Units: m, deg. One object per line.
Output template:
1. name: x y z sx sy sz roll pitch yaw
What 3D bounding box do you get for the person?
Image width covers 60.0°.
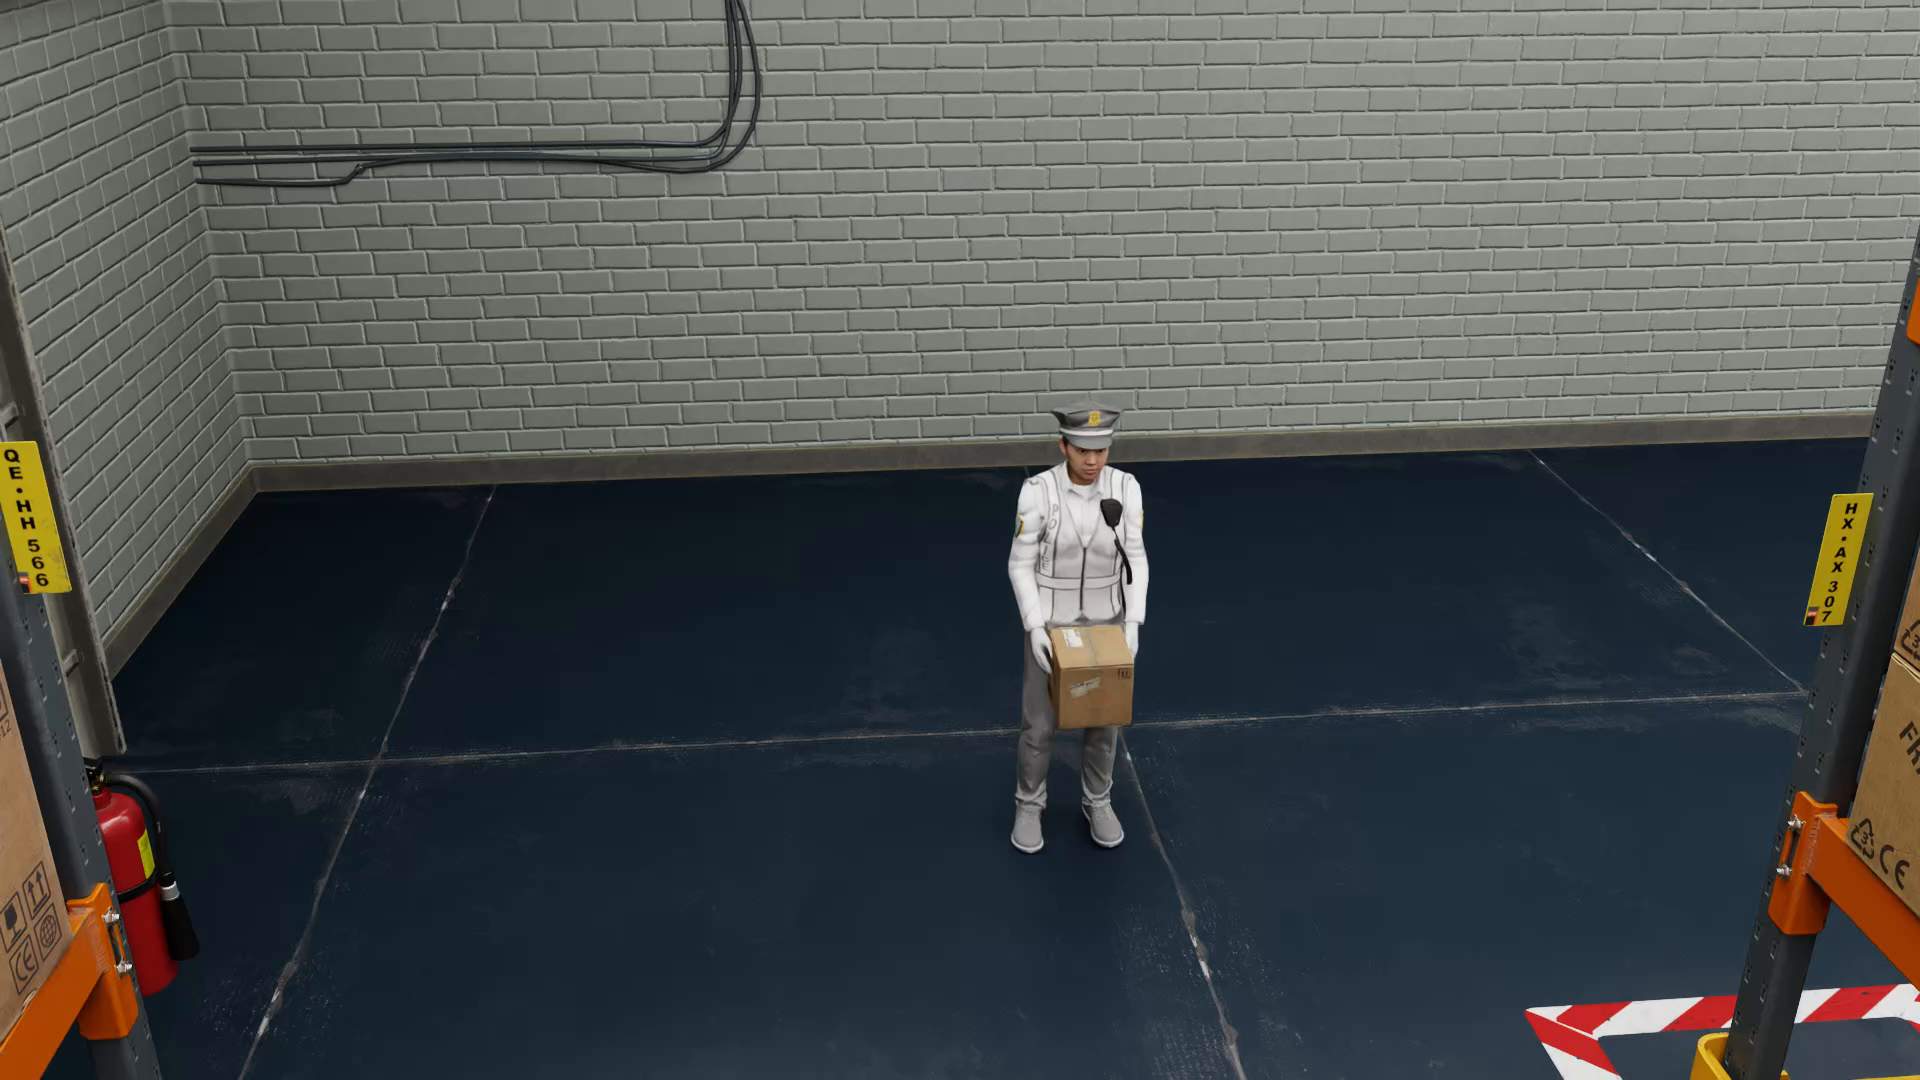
1. person: 0.420 0.311 5.868 0.500 1.684 0.411 -3 24 -6
